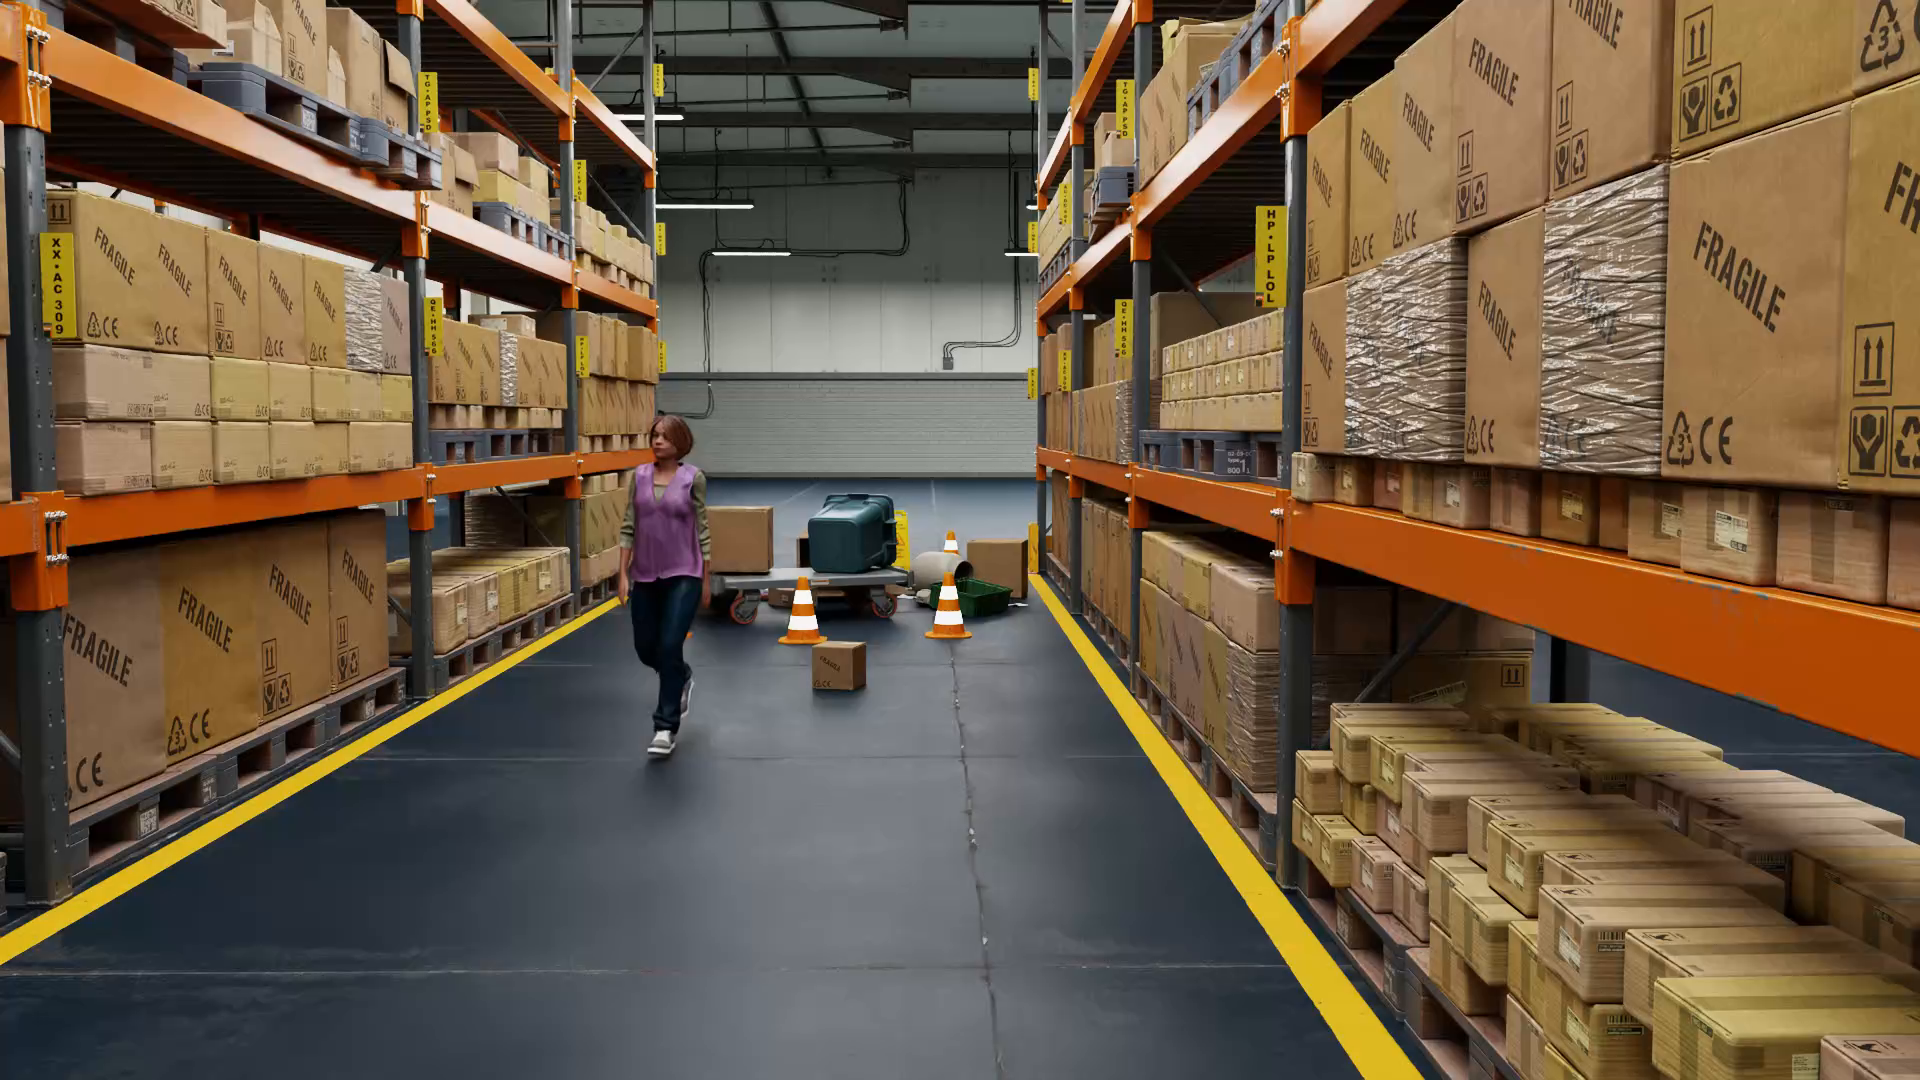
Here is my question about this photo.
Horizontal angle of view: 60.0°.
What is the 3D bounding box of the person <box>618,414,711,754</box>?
[{"bbox_3d":[-1.393,0.184,7.918,0.426,1.567,0.783,1,4,11],"label":"person"}]
